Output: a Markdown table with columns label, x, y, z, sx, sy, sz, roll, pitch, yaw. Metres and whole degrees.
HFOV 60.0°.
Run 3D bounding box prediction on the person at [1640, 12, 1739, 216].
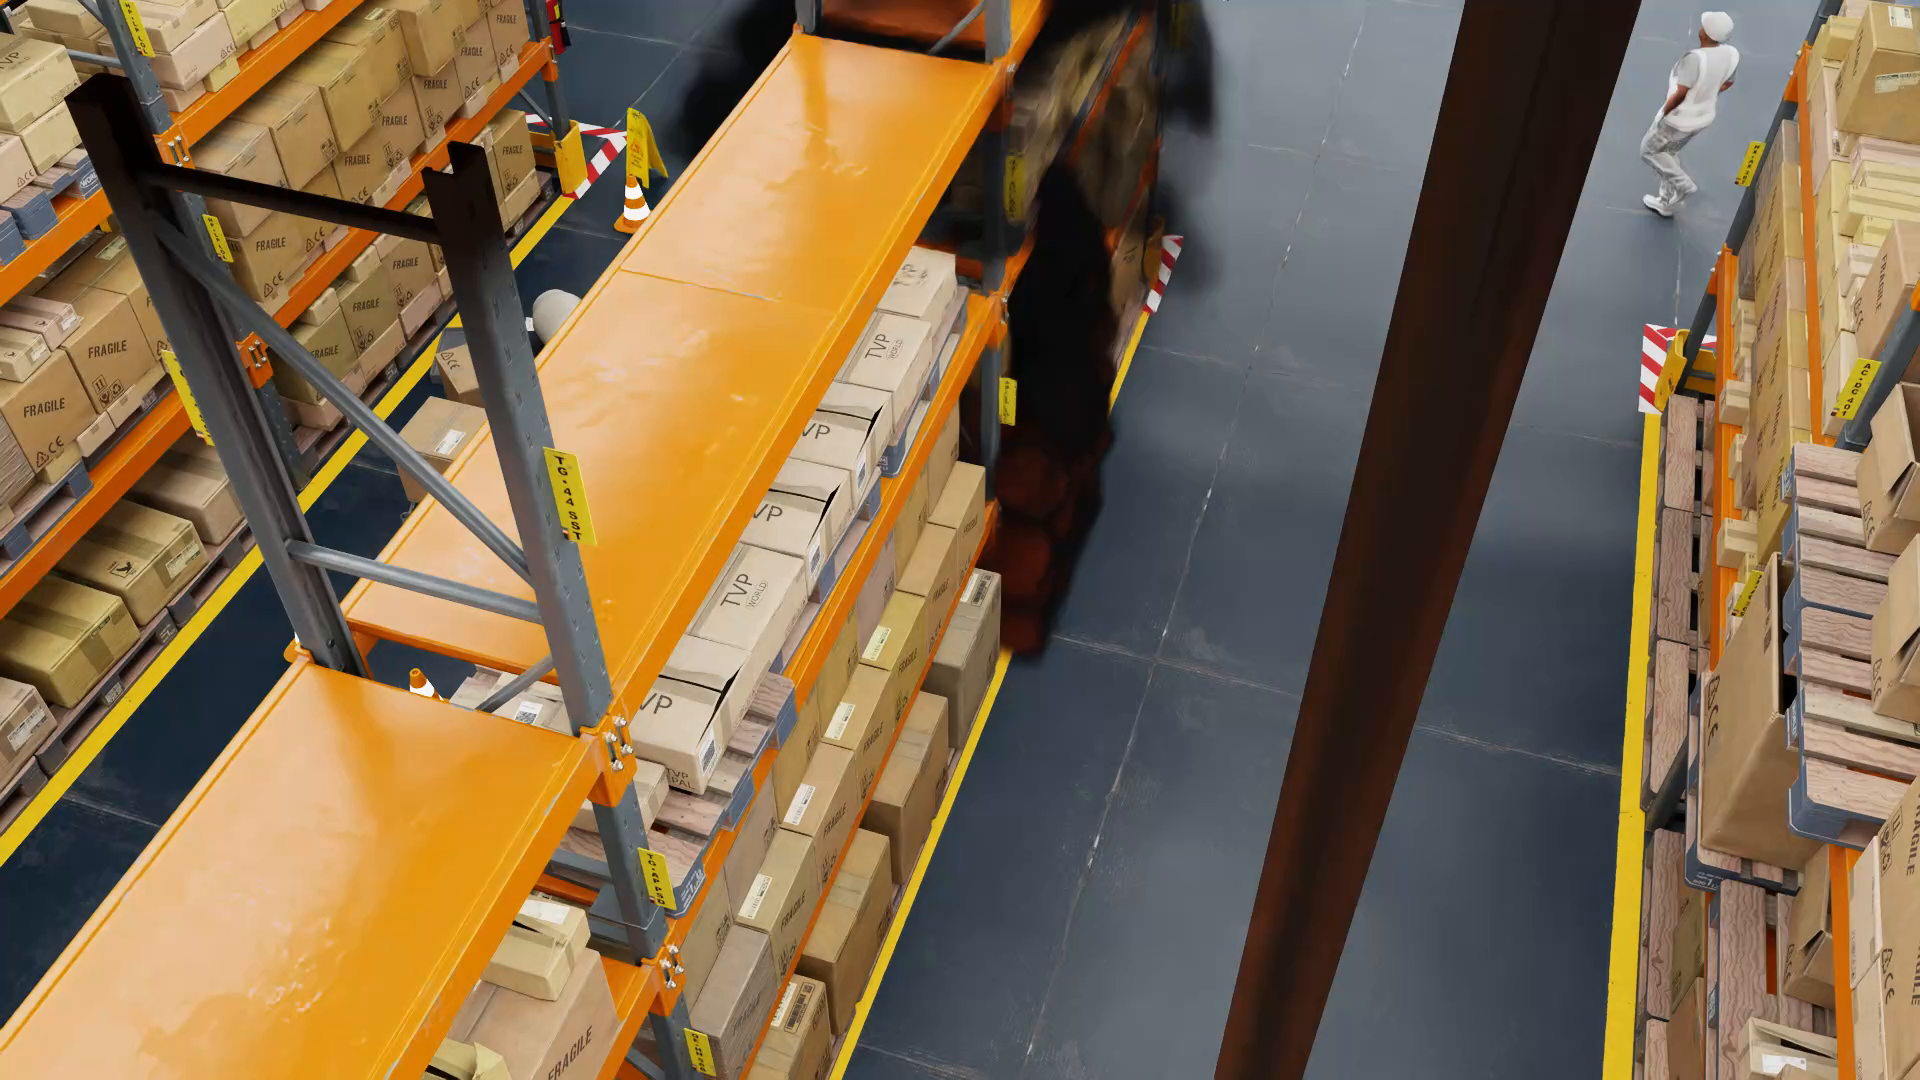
| label | x | y | z | sx | sy | sz | roll | pitch | yaw |
| --- | --- | --- | --- | --- | --- | --- | --- | --- | --- |
| person | 5.772 | -3.346 | 13.200 | 0.705 | 1.746 | 0.669 | -19 | 49 | -18 |
